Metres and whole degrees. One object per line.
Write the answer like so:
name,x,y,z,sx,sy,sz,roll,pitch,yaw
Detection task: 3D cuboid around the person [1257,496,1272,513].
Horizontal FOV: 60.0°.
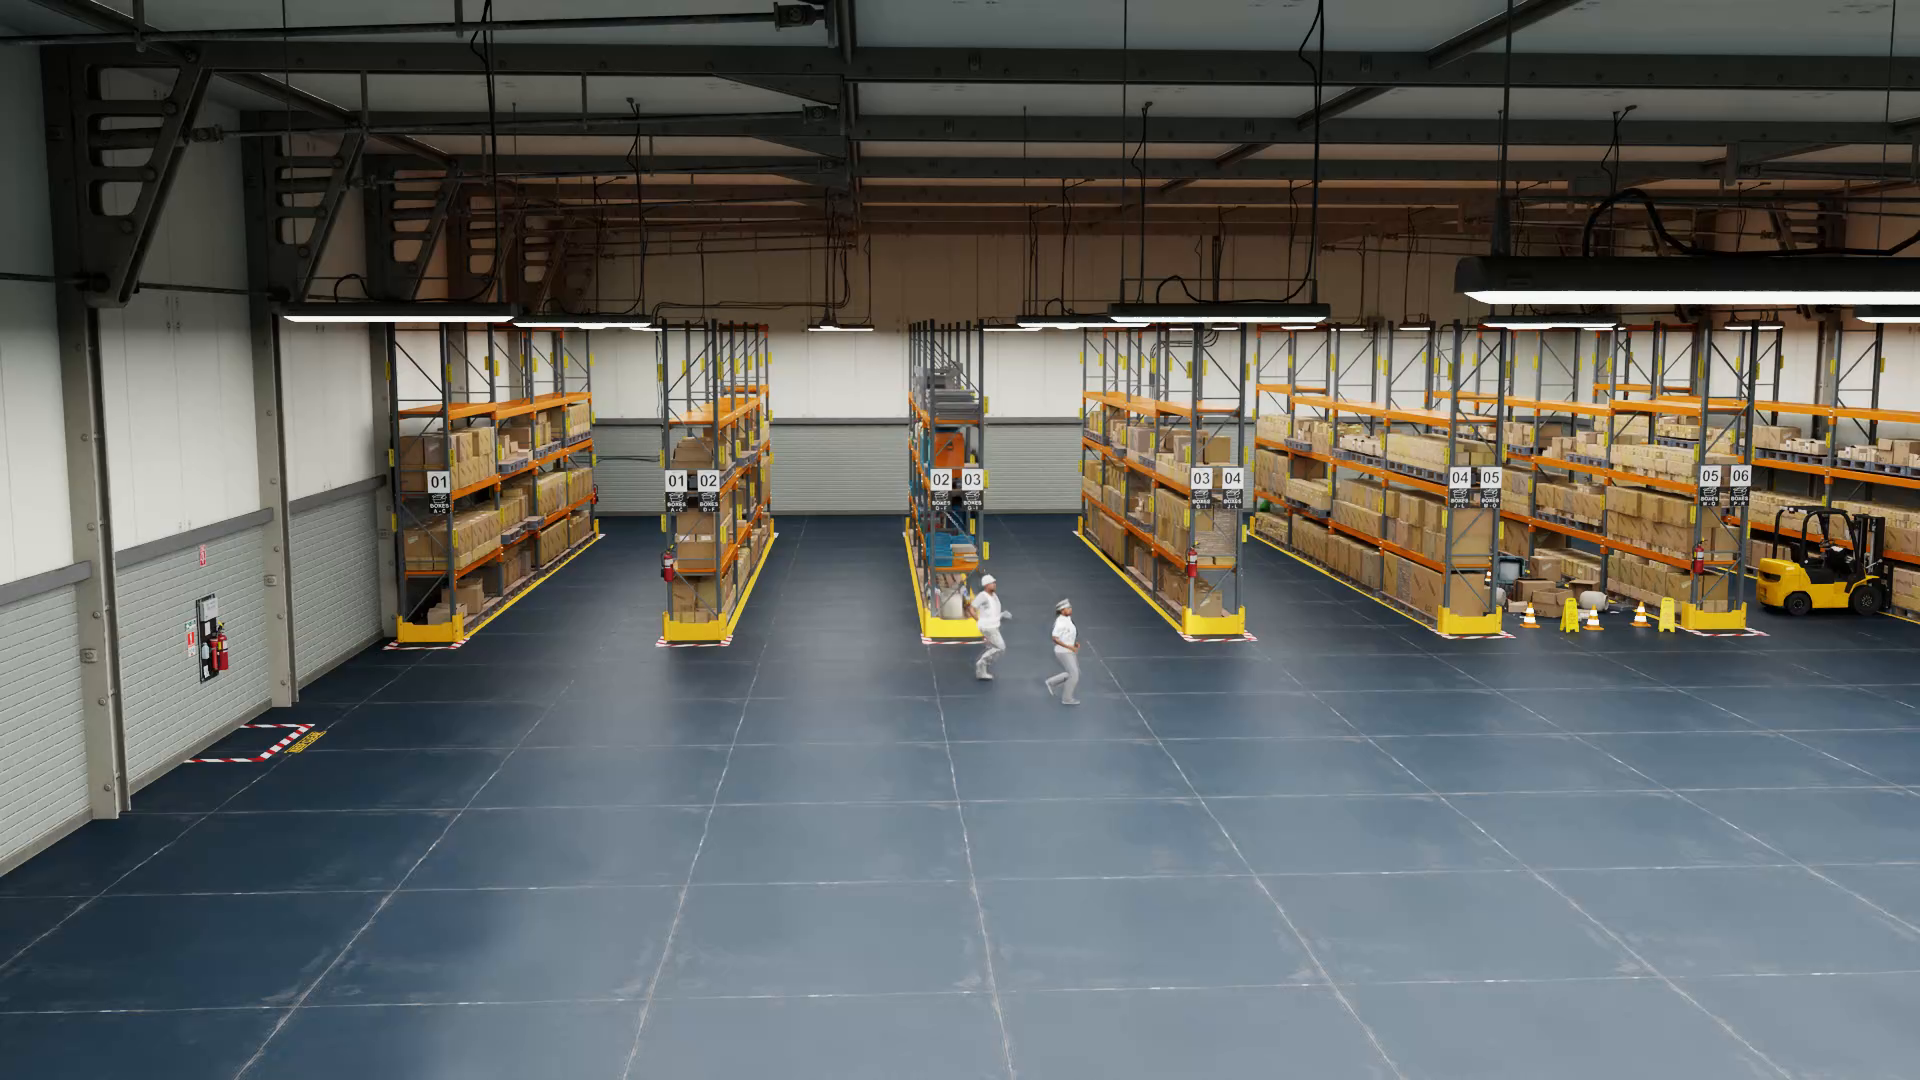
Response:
person,9.073,-1.207,49.116,0.538,1.739,0.674,0,7,-1

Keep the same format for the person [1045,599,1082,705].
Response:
person,1.588,1.724,25.792,0.588,1.650,0.575,2,7,17

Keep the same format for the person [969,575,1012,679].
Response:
person,0.535,1.450,27.534,0.624,1.737,0.670,2,7,19
